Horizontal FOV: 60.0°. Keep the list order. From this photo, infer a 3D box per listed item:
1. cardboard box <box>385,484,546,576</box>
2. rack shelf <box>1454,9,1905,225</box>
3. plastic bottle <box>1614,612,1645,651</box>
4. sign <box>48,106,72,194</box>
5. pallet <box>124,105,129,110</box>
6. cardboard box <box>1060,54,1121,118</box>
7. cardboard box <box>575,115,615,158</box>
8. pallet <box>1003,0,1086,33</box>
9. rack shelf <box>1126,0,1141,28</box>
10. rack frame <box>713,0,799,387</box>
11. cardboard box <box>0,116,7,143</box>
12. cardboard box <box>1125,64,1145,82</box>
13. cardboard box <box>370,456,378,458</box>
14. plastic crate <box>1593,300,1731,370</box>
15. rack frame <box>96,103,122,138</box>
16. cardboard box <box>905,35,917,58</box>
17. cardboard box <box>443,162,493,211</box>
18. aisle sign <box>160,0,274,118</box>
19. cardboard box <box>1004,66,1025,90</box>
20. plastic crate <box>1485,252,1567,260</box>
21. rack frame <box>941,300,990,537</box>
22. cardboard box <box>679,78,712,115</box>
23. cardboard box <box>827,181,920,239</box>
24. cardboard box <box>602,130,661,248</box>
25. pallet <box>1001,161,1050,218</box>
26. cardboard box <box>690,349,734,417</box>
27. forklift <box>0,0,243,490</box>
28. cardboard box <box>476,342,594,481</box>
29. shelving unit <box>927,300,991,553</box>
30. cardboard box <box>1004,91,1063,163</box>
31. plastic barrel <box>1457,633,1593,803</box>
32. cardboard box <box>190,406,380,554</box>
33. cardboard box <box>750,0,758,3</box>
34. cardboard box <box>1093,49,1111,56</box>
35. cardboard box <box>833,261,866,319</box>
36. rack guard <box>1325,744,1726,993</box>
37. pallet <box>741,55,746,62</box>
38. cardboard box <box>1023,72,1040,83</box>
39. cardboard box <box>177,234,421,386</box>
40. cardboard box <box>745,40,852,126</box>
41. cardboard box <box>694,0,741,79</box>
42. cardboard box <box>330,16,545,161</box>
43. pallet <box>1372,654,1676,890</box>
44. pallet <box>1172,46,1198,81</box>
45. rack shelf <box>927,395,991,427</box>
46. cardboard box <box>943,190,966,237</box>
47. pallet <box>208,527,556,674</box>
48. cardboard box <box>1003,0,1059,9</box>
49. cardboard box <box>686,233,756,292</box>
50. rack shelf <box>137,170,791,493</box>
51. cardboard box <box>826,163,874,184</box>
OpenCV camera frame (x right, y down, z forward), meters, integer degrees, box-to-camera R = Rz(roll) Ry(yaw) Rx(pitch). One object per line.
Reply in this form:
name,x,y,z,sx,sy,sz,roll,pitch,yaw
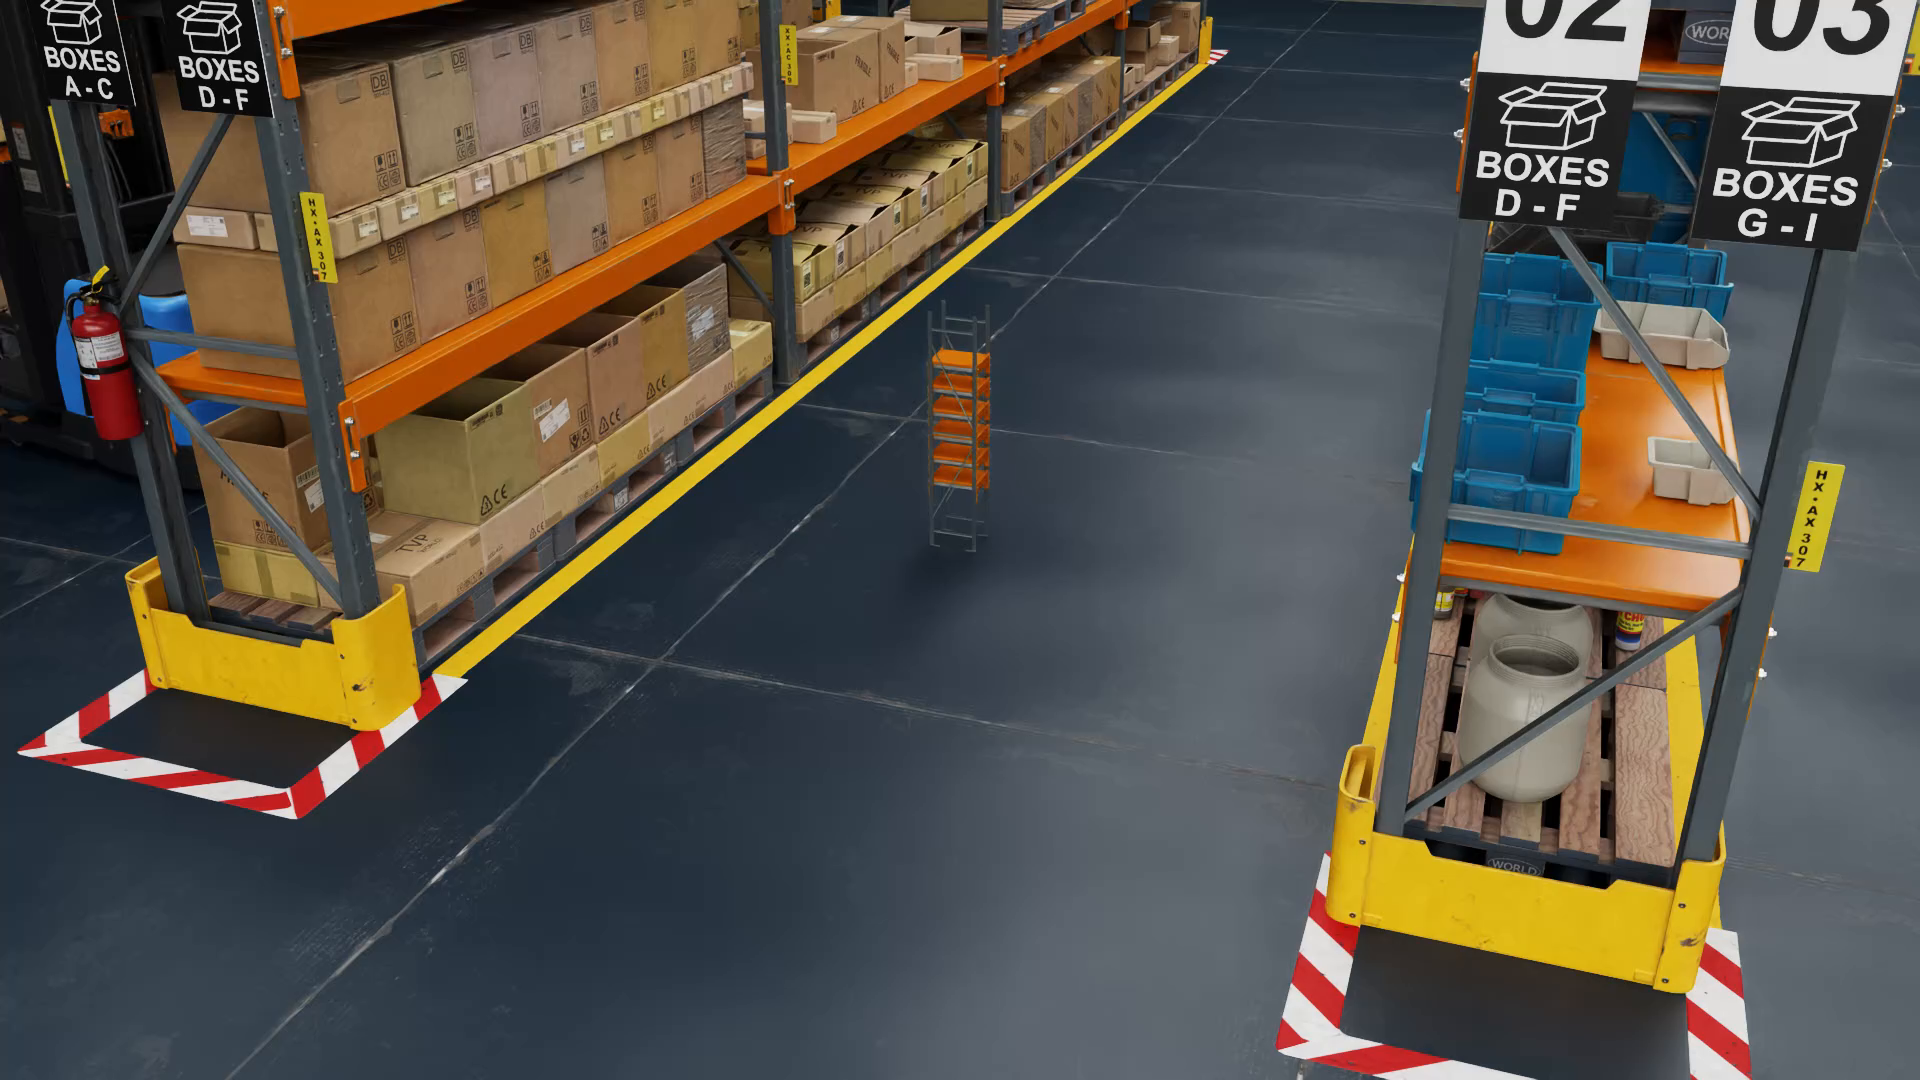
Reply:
cardboard box,-2.268,-0.086,7.658,0.500,0.250,0.500,9,27,17
rack shelf,2.516,-1.869,6.051,1.077,0.370,4.000,9,27,17
plastic bottle,2.748,0.310,6.794,0.097,0.271,0.097,0,26,0
sign,-3.326,-1.452,6.207,0.100,0.325,0.005,9,27,17
pallet,-5.769,-3.308,11.859,1.003,0.211,1.213,9,27,17
cardboard box,1.280,-4.500,16.466,0.500,0.500,0.500,9,27,17
cardboard box,-1.886,-1.947,7.970,0.380,0.149,0.250,10,27,19
pallet,0.486,-4.741,14.821,1.003,0.211,1.213,9,27,17
rack shelf,1.840,-6.170,18.376,1.077,0.370,4.000,9,27,17
rack frame,-1.488,-2.384,9.732,1.000,3.000,0.127,9,27,17
cardboard box,-6.206,-2.600,10.327,0.500,0.250,0.500,9,27,18
cardboard box,1.796,-5.092,18.072,0.380,0.166,0.250,9,27,17
cardboard box,-2.600,-0.368,8.241,0.500,0.250,0.500,9,27,17
plastic crate,2.880,-0.841,6.848,0.530,0.136,0.437,9,27,17
rack frame,-6.161,-3.101,11.212,1.000,3.000,0.127,9,27,17
cardboard box,-0.637,-3.648,12.445,0.500,0.311,0.500,8,27,17
cardboard box,-2.230,-1.522,7.092,0.380,0.149,0.250,8,27,17
aisle sign,-2.552,-1.839,5.623,0.394,0.787,0.004,9,27,17
cardboard box,0.284,-4.301,15.195,0.500,0.250,0.500,8,27,16
plastic crate,2.464,-1.052,7.224,0.450,0.188,0.662,9,27,17
rack frame,0.026,-0.572,8.054,0.240,1.200,0.006,9,27,17
cardboard box,-1.545,-2.369,8.841,0.380,0.149,0.250,8,27,16
cardboard box,-0.605,-2.354,11.699,0.500,0.311,0.500,10,27,19
cardboard box,-1.970,-1.822,8.457,0.700,0.500,0.500,9,27,18
pallet,0.127,-3.074,14.357,1.003,0.211,1.213,9,27,17
cardboard box,-1.612,-0.909,9.359,0.500,0.250,0.500,9,27,17
forklift,-4.950,-2.033,9.085,3.031,2.935,1.130,15,29,28
cardboard box,-2.112,-0.630,7.923,0.500,0.500,0.500,9,27,17
shelving unit,-0.005,-0.534,7.976,0.258,1.200,0.189,9,27,17
cardboard box,0.605,-3.668,14.747,0.500,0.500,0.500,8,27,17
plastic barrel,1.998,0.629,5.882,0.421,0.512,0.421,0,26,0
cardboard box,-2.921,-0.293,7.225,0.500,0.500,0.500,9,27,17
cardboard box,-2.639,-6.382,20.375,0.700,0.500,0.500,8,27,16
cardboard box,1.346,-5.243,18.217,0.500,0.311,0.500,9,27,17
cardboard box,-0.949,-1.675,10.941,0.500,0.250,0.500,9,27,19
rack guard,1.832,1.067,5.473,1.175,0.500,0.348,9,27,17
pallet,-3.172,-5.435,19.232,1.003,0.211,1.213,9,27,17
cardboard box,0.443,-4.156,15.755,0.500,0.500,0.500,9,27,18
cardboard box,-2.652,-0.975,6.707,0.700,0.500,0.500,9,27,17
cardboard box,-1.042,-2.959,10.804,0.500,0.500,0.500,11,28,21
cardboard box,-1.630,-2.830,9.049,0.700,0.500,0.500,9,27,18
cardboard box,-2.297,-2.005,7.346,0.700,0.500,0.500,9,27,18
pallet,2.107,0.864,6.224,1.003,0.211,1.213,9,27,17
pallet,2.215,-5.701,19.783,1.003,0.211,1.213,9,27,17
rack shelf,-0.005,-0.602,7.943,0.258,0.103,0.180,9,27,17
cardboard box,-0.270,-2.515,12.676,0.500,0.250,0.500,8,27,17
pallet,-2.604,0.194,7.606,1.003,0.211,1.213,9,27,17
cardboard box,0.431,-4.885,14.301,0.700,0.500,0.500,14,29,27
cardboard box,-1.624,-1.796,10.547,0.500,0.311,0.500,9,27,17
rack shelf,-2.154,-1.238,8.191,1.077,0.370,4.000,9,27,17
cardboard box,-0.947,-2.633,12.275,0.500,0.311,0.500,8,27,16
